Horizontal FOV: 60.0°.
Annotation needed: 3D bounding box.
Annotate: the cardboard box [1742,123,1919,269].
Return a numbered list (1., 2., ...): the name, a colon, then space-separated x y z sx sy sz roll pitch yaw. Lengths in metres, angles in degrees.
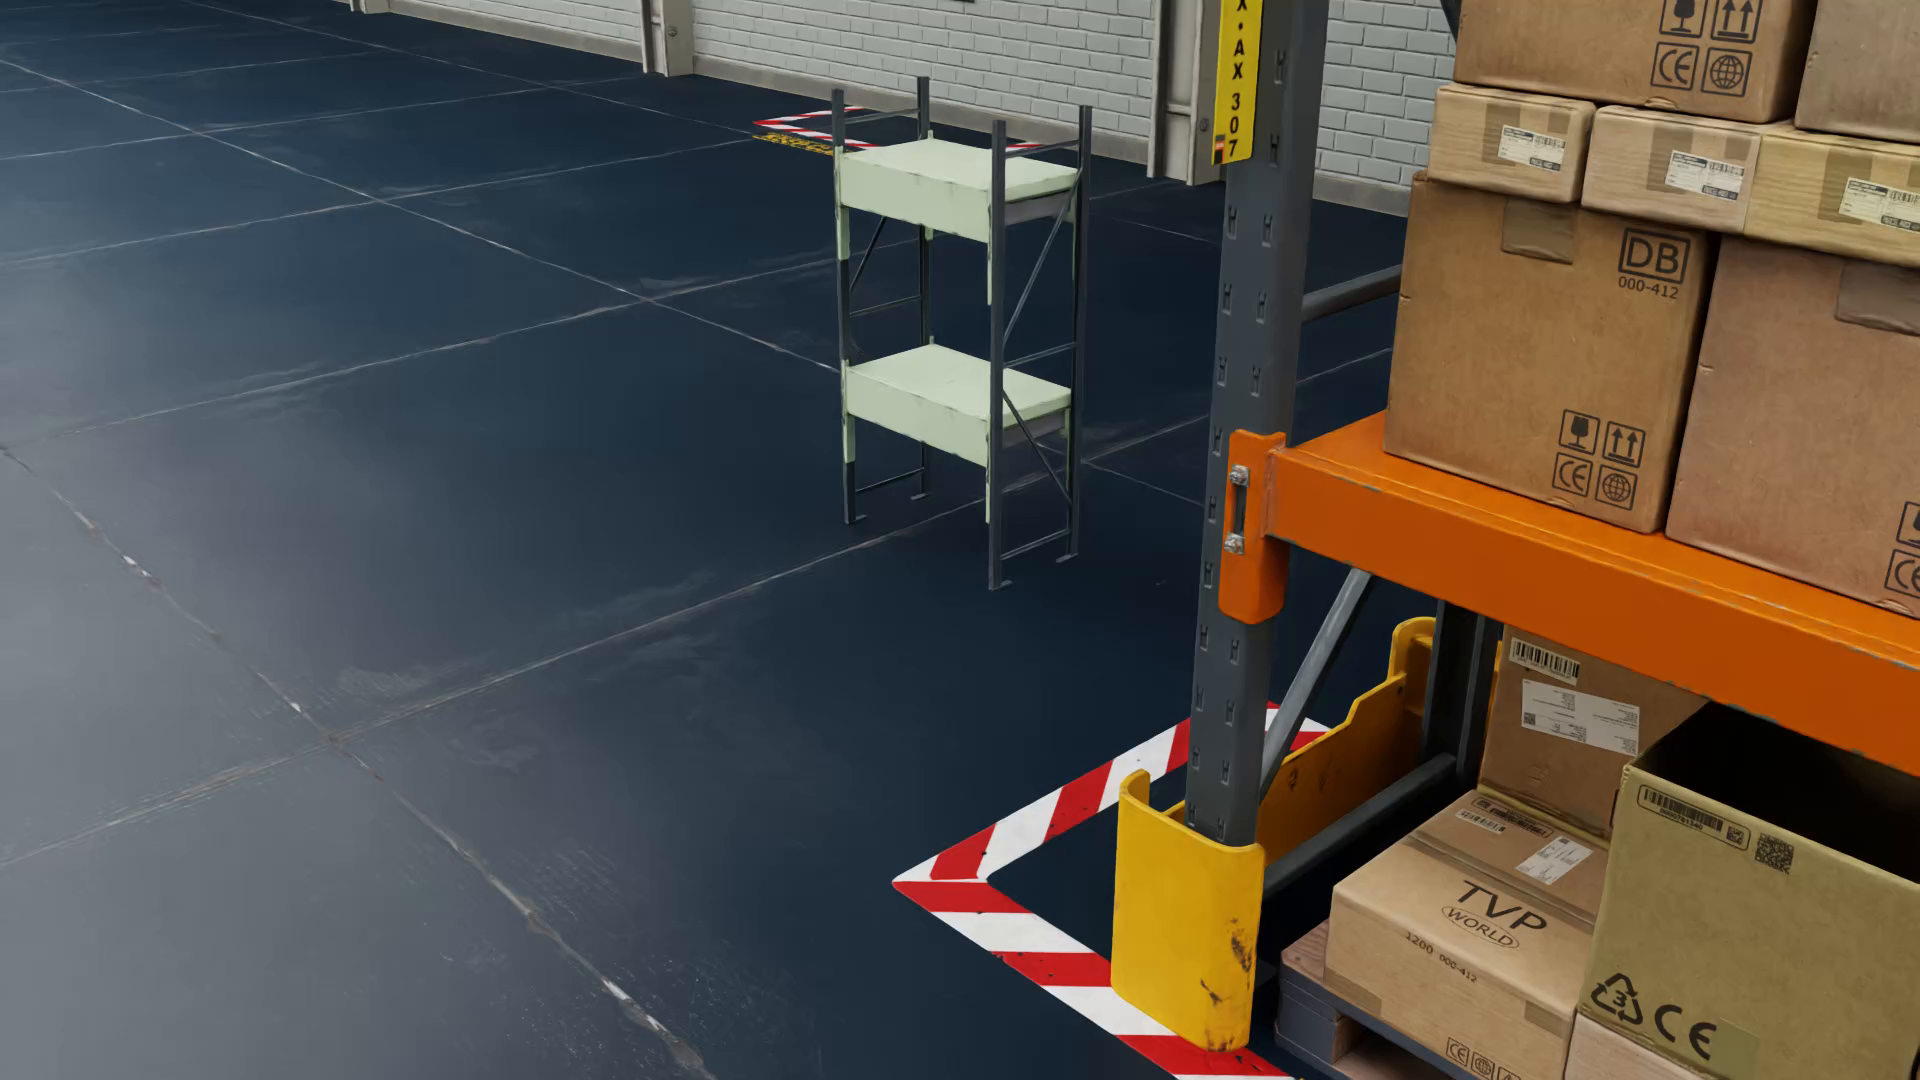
1. cardboard box: 1.325 -0.511 2.354 0.380 0.149 0.250 -21 32 -38

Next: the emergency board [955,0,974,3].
1. emergency board: -0.169 -4.530 12.066 0.157 1.169 0.626 -21 32 -38

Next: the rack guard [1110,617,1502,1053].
1. rack guard: 0.846 0.625 3.779 1.175 0.500 0.348 -21 32 -38

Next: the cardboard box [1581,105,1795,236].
1. cardboard box: 1.156 -0.587 2.520 0.380 0.149 0.250 -22 33 -40

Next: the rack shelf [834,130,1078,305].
1. rack shelf: -0.005 -1.039 5.281 0.431 0.370 0.720 -21 32 -38

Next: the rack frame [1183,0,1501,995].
1. rack frame: 0.862 -0.505 3.244 1.000 3.000 0.127 -21 32 -38

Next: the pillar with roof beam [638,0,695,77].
1. pillar with roof beam: -5.759 -7.089 10.447 9.100 9.000 0.400 -21 32 -38

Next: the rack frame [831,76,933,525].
1. rack frame: -0.255 -0.795 5.686 0.400 1.500 0.023 -21 32 -38

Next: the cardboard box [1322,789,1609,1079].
1. cardboard box: 1.066 0.780 3.233 0.500 0.250 0.500 -21 32 -38

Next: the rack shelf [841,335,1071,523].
1. rack shelf: -0.005 -0.388 5.578 0.431 0.370 0.720 -21 32 -38

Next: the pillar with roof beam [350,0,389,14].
1. pillar with roof beam: -9.860 -8.907 14.432 9.100 9.000 0.400 -21 32 -38

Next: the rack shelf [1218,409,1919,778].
1. rack shelf: 2.229 0.428 2.065 1.077 0.370 4.000 -21 32 -38

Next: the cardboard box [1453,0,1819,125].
1. cardboard box: 1.208 -0.980 2.601 0.700 0.500 0.500 -21 32 -38

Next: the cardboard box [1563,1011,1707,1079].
1. cardboard box: 1.411 0.931 2.903 0.500 0.250 0.500 -21 32 -38

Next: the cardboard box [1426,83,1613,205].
1. cardboard box: 0.973 -0.666 2.694 0.380 0.149 0.250 -22 32 -39

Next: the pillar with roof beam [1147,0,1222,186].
1. pillar with roof beam: -1.658 -5.271 6.462 9.100 9.000 0.400 -21 32 -38

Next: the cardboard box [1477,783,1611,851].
1. cardboard box: 1.444 0.633 3.555 0.500 0.250 0.500 -21 32 -38

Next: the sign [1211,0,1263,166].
1. sign: 0.453 -0.780 2.707 0.100 0.325 0.005 -21 32 -38

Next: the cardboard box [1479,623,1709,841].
1. cardboard box: 1.446 0.291 3.401 0.500 0.500 0.500 -21 32 -38

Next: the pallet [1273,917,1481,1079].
1. pallet: 1.415 0.983 3.341 1.003 0.211 1.213 -21 32 -38

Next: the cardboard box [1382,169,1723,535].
1. cardboard box: 1.172 -0.406 2.905 0.700 0.500 0.500 -21 32 -38

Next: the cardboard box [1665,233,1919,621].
1. cardboard box: 1.534 -0.248 2.559 0.700 0.500 0.500 -20 31 -37

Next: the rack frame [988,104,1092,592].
1. rack frame: 0.246 -0.573 5.200 0.400 1.500 0.023 -21 32 -38

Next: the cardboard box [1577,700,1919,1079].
1. cardboard box: 1.409 0.590 2.746 0.500 0.500 0.500 -21 32 -38

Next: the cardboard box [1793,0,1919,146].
1. cardboard box: 1.572 -0.822 2.255 0.700 0.500 0.500 -22 33 -40

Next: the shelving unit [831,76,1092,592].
1. shelving unit: -0.005 -0.684 5.443 0.431 1.500 0.755 -21 32 -38
